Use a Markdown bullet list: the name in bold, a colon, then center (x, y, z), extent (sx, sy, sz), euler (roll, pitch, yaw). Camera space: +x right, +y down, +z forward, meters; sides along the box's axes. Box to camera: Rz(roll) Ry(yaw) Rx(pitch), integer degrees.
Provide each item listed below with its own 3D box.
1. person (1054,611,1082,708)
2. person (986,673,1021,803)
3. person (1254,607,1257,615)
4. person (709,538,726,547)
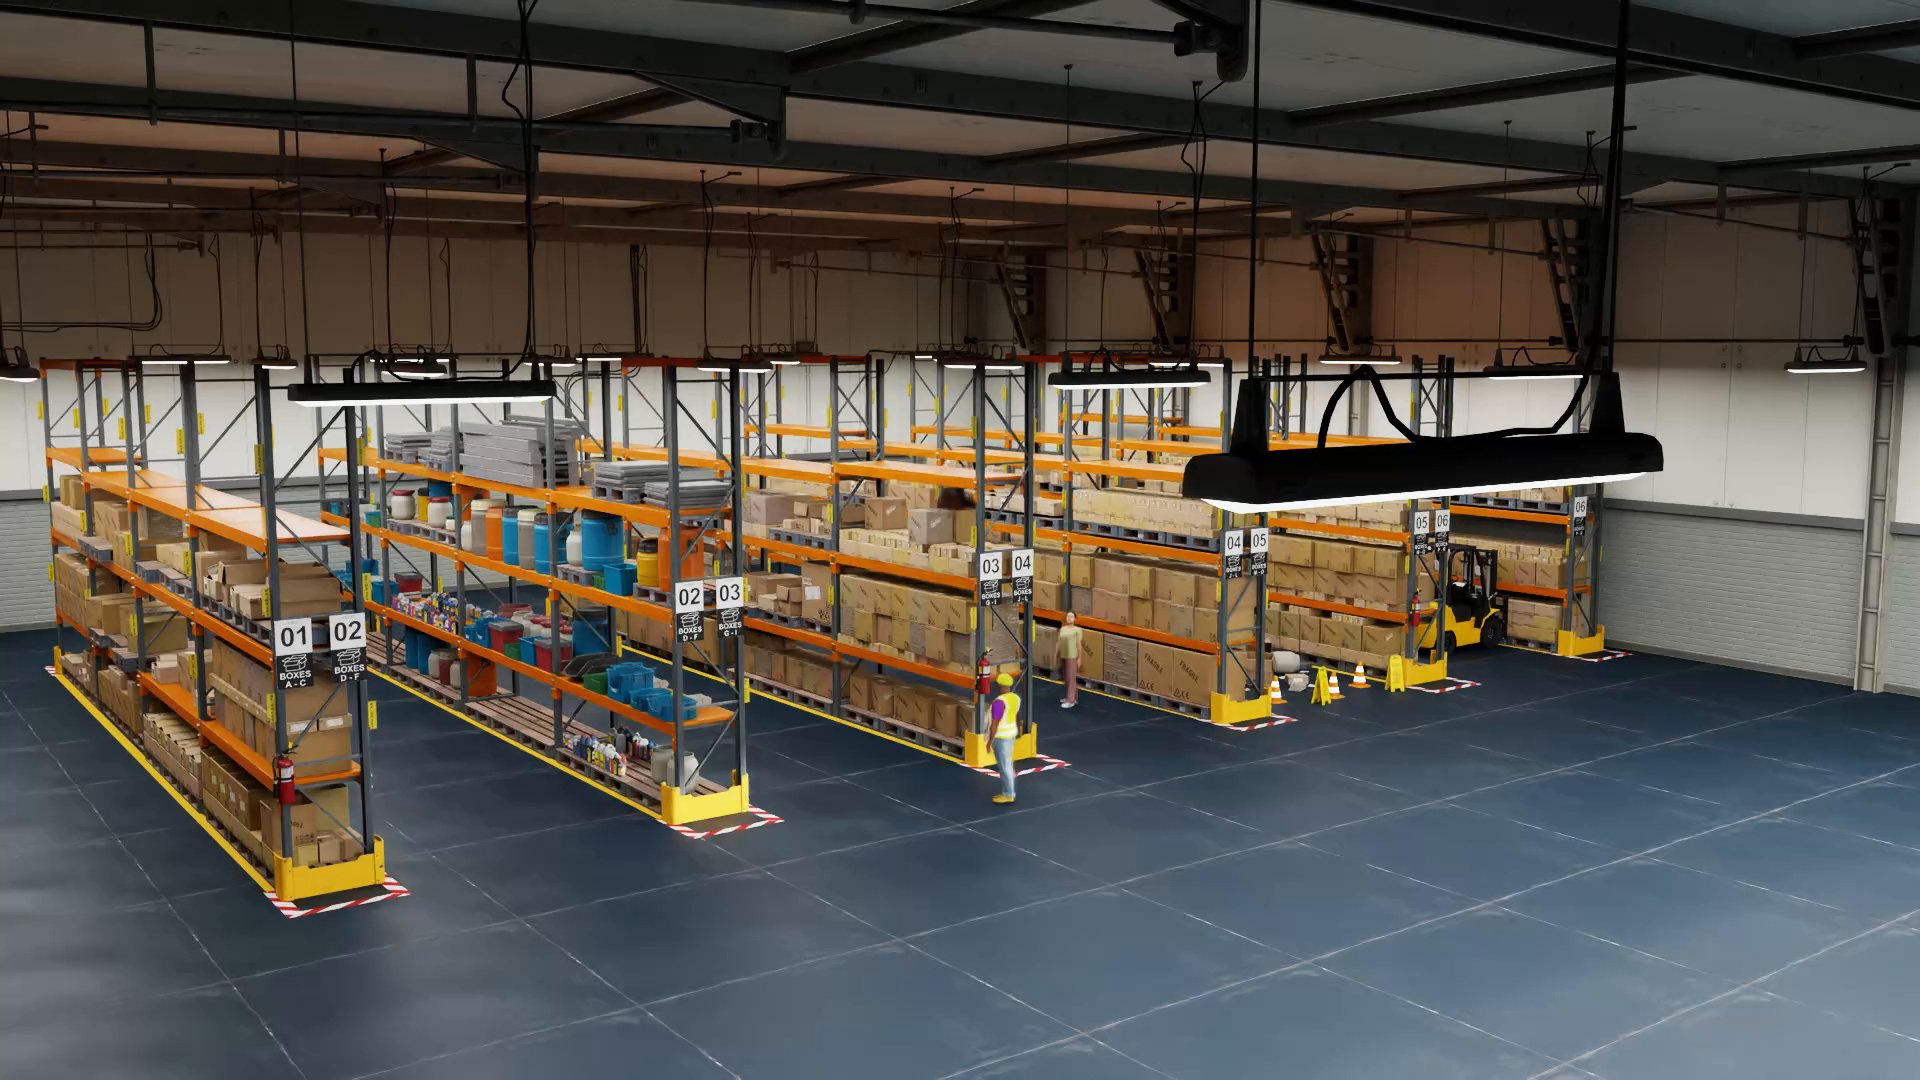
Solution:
- **person**: center (1.854, 2.057, 28.816), extent (0.493, 1.651, 0.469), euler (-5, 9, -38)
- **person**: center (0.602, 2.726, 22.836), extent (0.381, 1.796, 0.682), euler (4, 8, 31)
- **person**: center (6.494, 1.099, 36.521), extent (0.473, 1.737, 0.634), euler (-2, 7, -13)
- **person**: center (-6.018, 0.582, 41.111), extent (0.529, 1.615, 0.611), euler (3, 7, 21)
